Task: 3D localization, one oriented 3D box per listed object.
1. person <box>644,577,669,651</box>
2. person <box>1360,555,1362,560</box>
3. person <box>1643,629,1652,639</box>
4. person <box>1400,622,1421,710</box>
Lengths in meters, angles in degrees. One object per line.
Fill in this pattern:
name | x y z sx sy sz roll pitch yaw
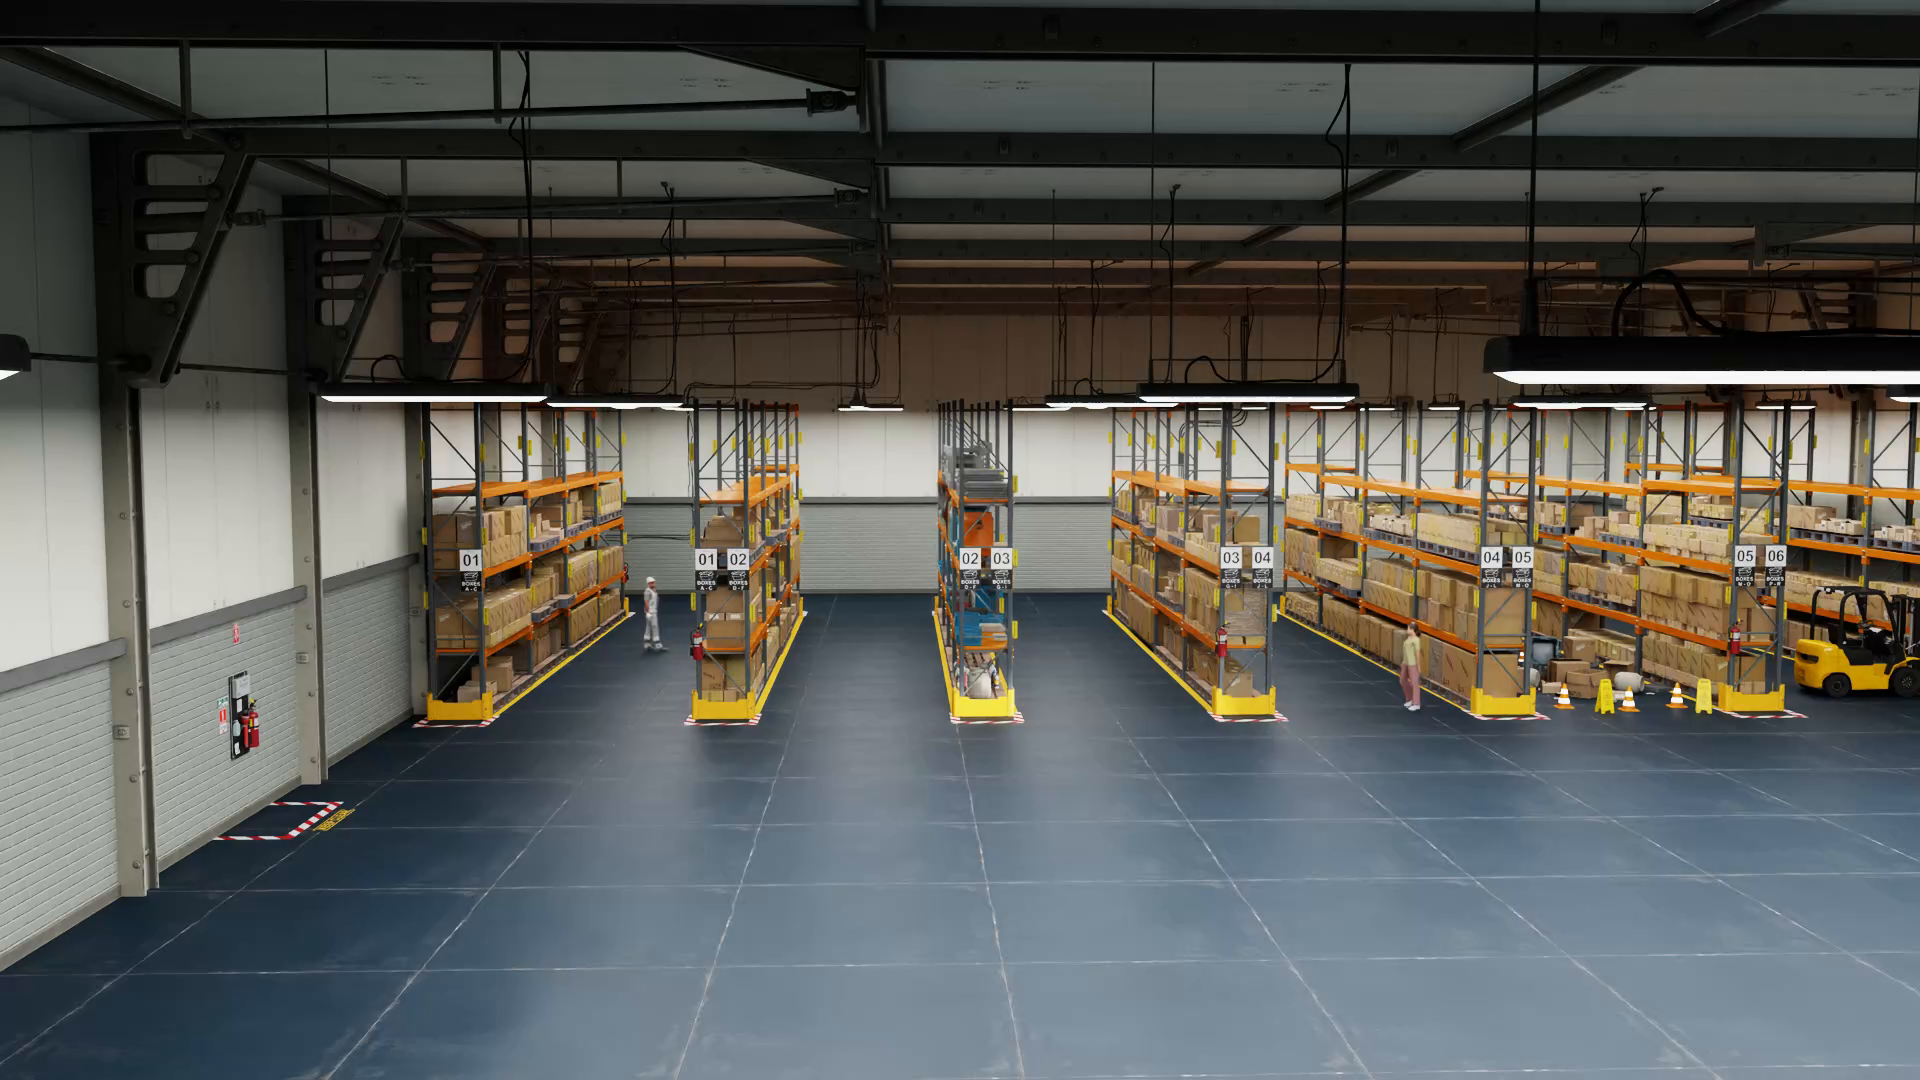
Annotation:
person | -7.342 1.776 40.170 0.590 1.783 0.564 -1 4 -10
person | 11.339 1.284 47.268 0.605 1.716 0.564 1 4 13
person | 17.489 1.703 42.046 0.414 1.783 0.571 2 5 30
person | 8.775 2.428 32.222 0.358 1.675 0.504 -1 4 -9
